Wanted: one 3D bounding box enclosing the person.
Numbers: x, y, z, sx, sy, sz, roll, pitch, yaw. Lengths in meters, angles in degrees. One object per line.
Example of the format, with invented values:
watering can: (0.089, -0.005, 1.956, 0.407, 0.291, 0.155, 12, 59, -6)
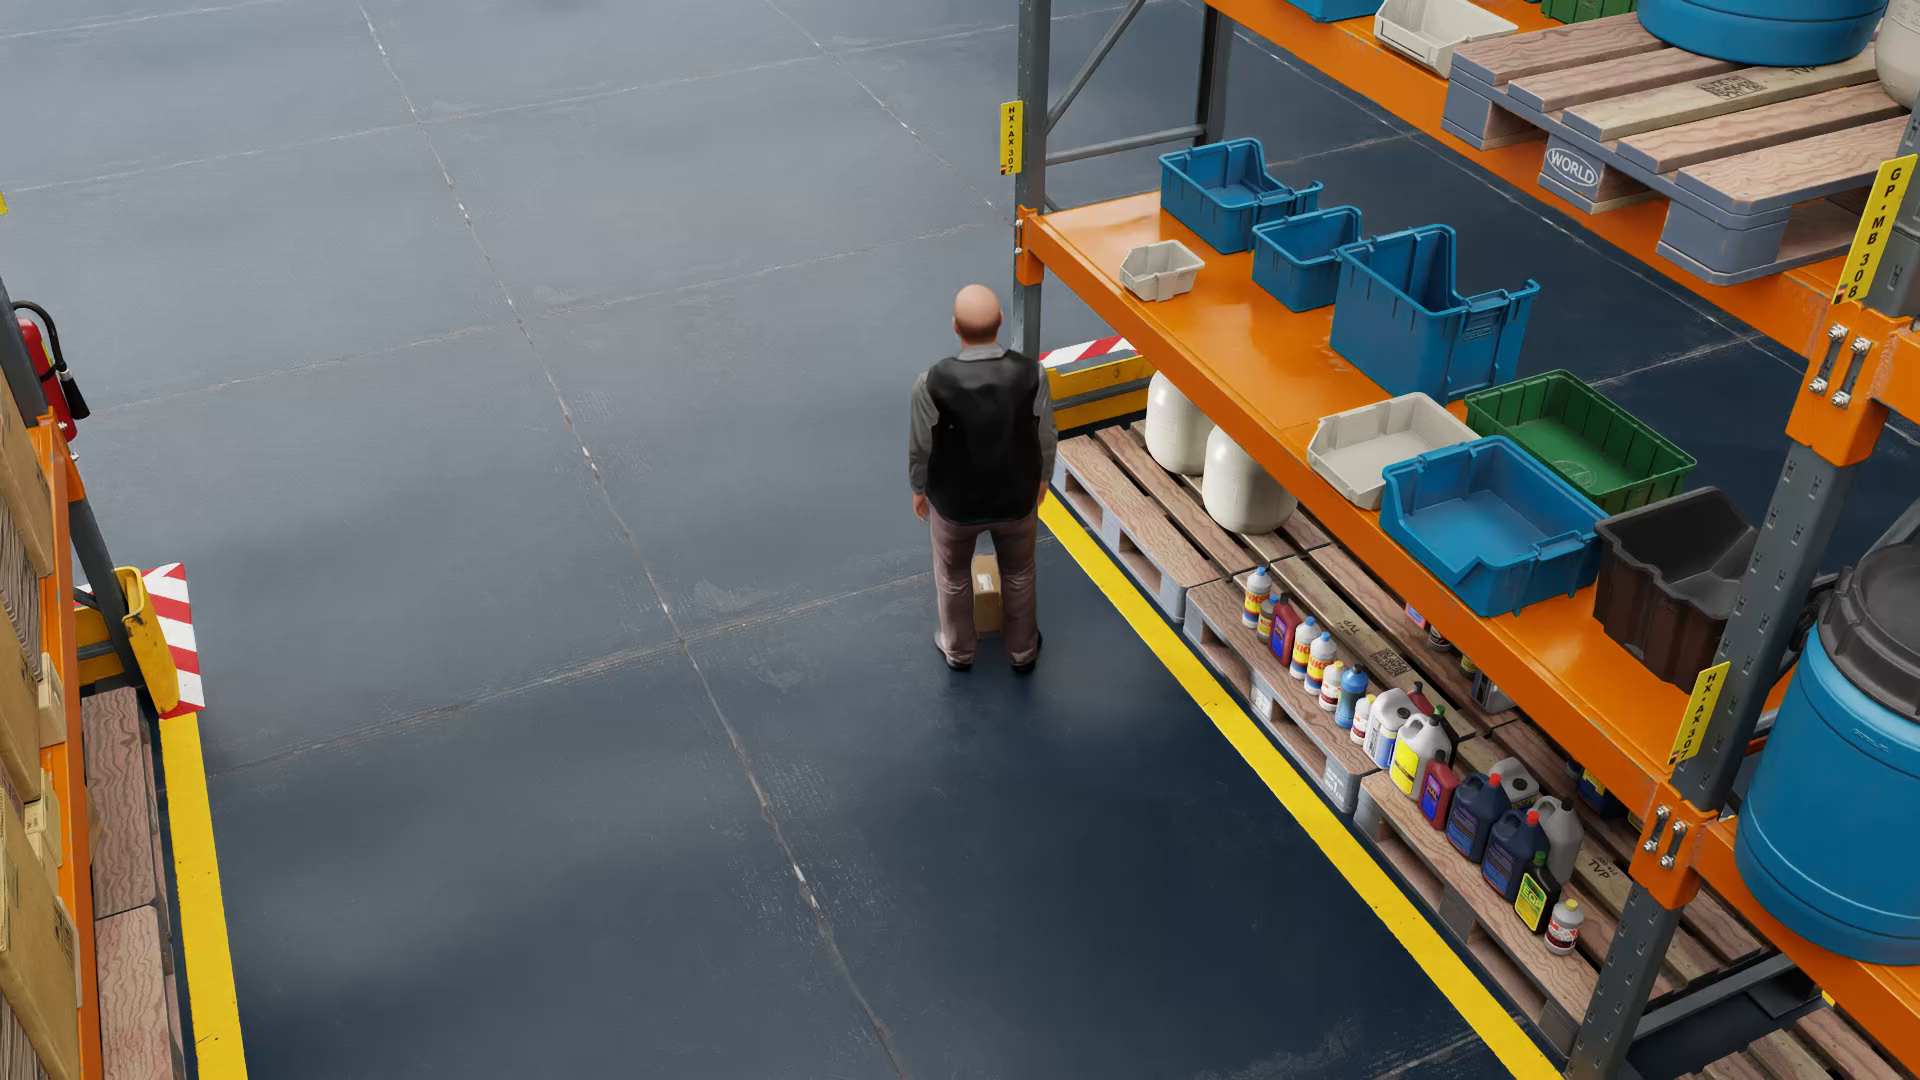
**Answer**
person: (0.082, -0.184, 6.414, 0.571, 1.721, 0.474, -5, 37, -7)
